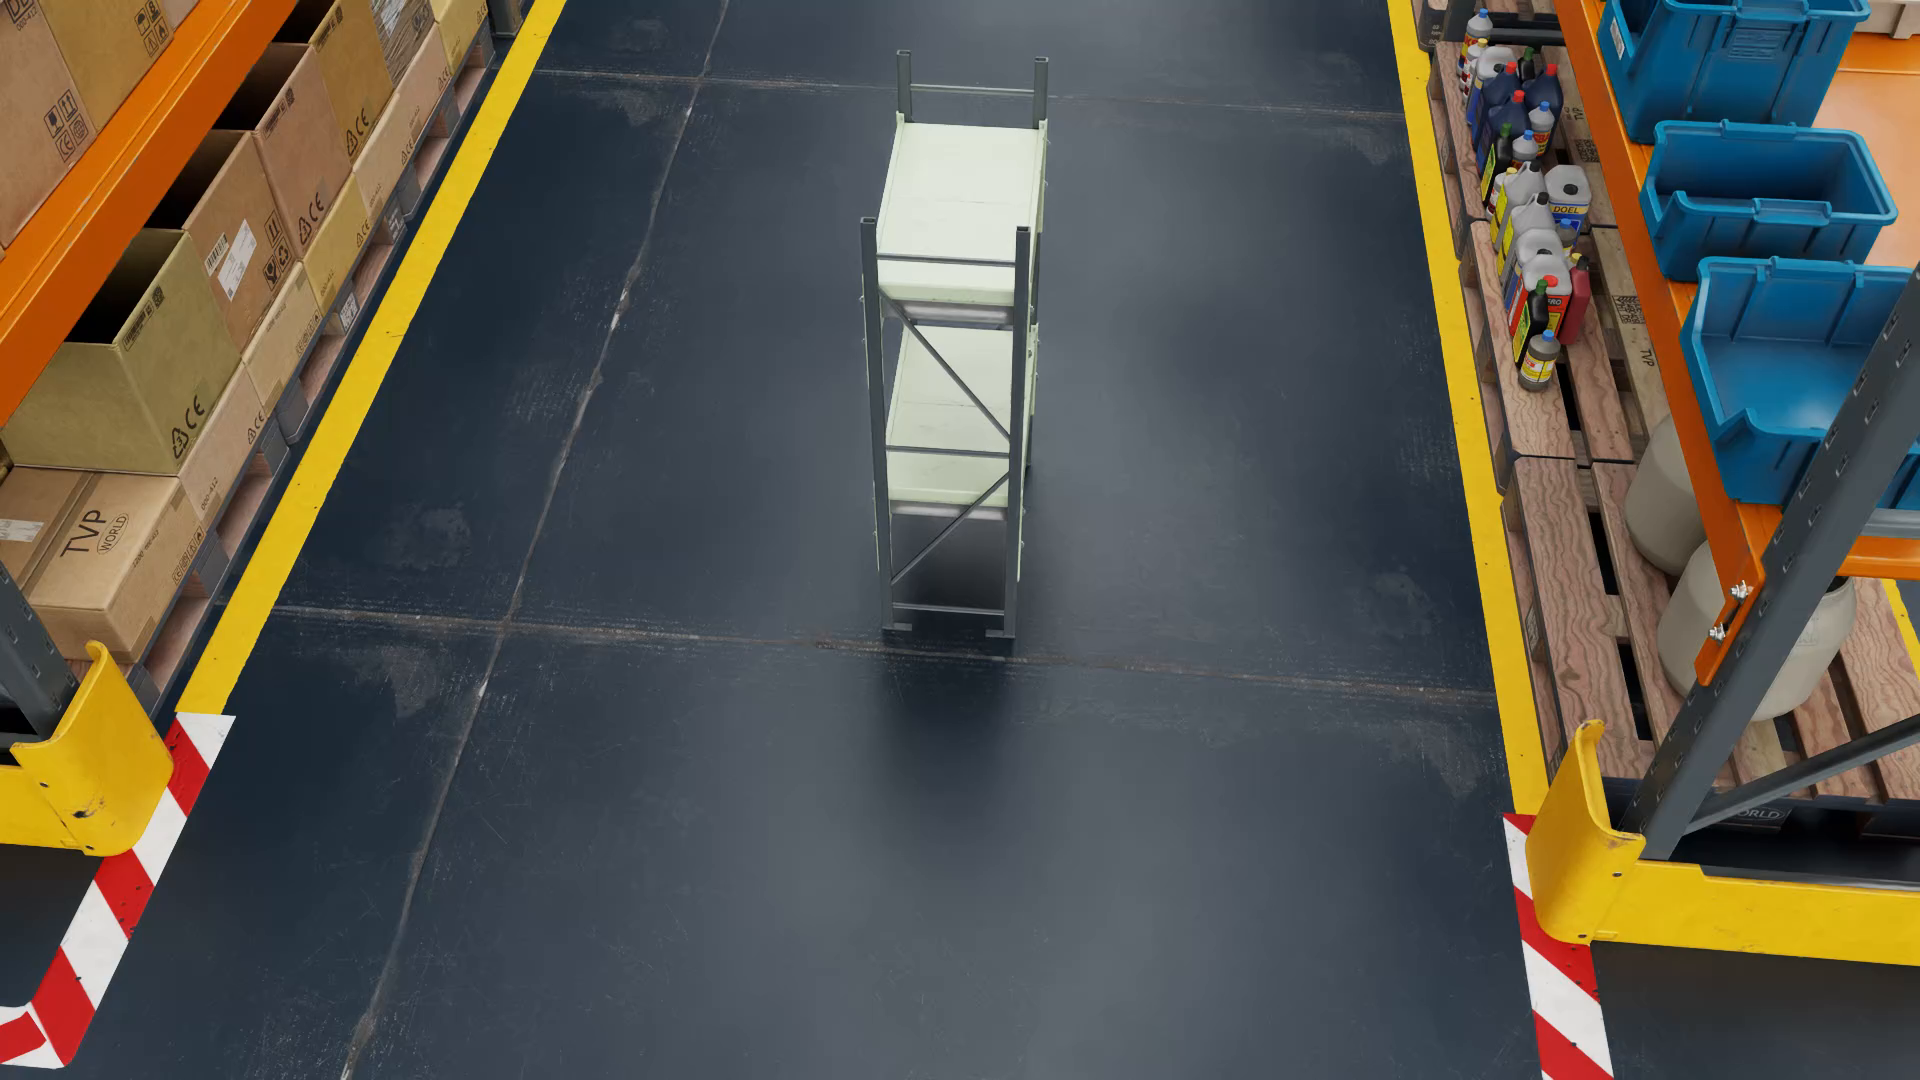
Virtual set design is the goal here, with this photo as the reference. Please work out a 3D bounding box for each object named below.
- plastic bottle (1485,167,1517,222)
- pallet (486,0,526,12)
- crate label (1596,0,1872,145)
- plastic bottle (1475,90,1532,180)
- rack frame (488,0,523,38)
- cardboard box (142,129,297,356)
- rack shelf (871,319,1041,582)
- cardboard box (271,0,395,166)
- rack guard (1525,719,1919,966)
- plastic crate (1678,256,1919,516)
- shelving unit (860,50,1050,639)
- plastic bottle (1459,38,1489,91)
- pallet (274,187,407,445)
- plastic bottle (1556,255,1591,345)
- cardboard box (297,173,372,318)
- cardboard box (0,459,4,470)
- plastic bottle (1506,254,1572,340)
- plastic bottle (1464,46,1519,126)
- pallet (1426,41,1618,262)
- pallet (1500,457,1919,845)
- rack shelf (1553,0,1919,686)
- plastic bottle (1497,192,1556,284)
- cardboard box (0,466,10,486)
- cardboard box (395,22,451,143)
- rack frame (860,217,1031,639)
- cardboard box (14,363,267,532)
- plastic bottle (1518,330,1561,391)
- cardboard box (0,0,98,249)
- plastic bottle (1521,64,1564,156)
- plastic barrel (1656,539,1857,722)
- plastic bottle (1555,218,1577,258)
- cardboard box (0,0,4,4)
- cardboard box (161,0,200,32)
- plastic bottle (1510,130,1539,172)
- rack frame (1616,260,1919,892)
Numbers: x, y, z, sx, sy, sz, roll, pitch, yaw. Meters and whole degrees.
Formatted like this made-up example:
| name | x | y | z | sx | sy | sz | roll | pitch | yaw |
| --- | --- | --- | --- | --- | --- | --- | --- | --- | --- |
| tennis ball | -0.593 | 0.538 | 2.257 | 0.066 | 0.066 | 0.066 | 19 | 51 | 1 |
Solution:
| name | x | y | z | sx | sy | sz | roll | pitch | yaw |
| --- | --- | --- | --- | --- | --- | --- | --- | --- | --- |
| plastic bottle | 1.950 | -1.238 | 5.948 | 0.097 | 0.201 | 0.097 | 0 | 48 | 0 |
| pallet | -2.401 | -2.883 | 7.744 | 1.003 | 0.211 | 1.213 | 4 | 48 | 4 |
| crate label | 2.037 | -1.388 | 4.462 | 0.502 | 0.435 | 0.616 | 4 | 48 | 4 |
| plastic bottle | 1.999 | -1.495 | 6.081 | 0.144 | 0.351 | 0.185 | 2 | 48 | 2 |
| rack frame | -2.429 | -3.280 | 6.217 | 1.000 | 3.000 | 0.127 | 4 | 48 | 4 |
| cardboard box | -2.447 | -0.923 | 5.132 | 0.500 | 0.500 | 0.500 | 4 | 48 | 4 |
| rack shelf | -0.001 | -0.281 | 4.933 | 0.431 | 0.370 | 0.720 | 4 | 48 | 4 |
| cardboard box | -2.353 | -1.657 | 5.804 | 0.500 | 0.500 | 0.500 | 4 | 48 | 4 |
| rack guard | 2.099 | 0.780 | 4.198 | 1.175 | 0.500 | 0.348 | 4 | 48 | 4 |
| plastic crate | 1.886 | -0.343 | 3.631 | 0.499 | 0.251 | 0.616 | 4 | 48 | 4 |
| shelving unit | -0.001 | -0.501 | 4.692 | 0.431 | 1.500 | 0.755 | 4 | 48 | 4 |
| plastic bottle | 2.028 | -1.869 | 6.525 | 0.097 | 0.201 | 0.097 | 0 | 48 | 0 |
| pallet | -2.652 | -0.859 | 5.892 | 1.003 | 0.211 | 1.213 | 4 | 48 | 4 |
| plastic bottle | 2.026 | -0.792 | 5.485 | 0.061 | 0.283 | 0.133 | 4 | 48 | 4 |
| cardboard box | -2.385 | -1.036 | 5.743 | 0.500 | 0.250 | 0.500 | 4 | 48 | 4 |
| cardboard box | -3.041 | -0.222 | 4.491 | 0.500 | 0.500 | 0.500 | 4 | 48 | 4 |
| plastic bottle | 1.920 | -0.797 | 5.494 | 0.152 | 0.276 | 0.135 | 4 | 48 | 4 |
| plastic bottle | 2.036 | -1.729 | 6.347 | 0.152 | 0.276 | 0.135 | 5 | 48 | 5 |
| pallet | 2.401 | -1.513 | 6.490 | 1.003 | 0.211 | 1.213 | 4 | 48 | 4 |
| pallet | 2.178 | 0.280 | 4.850 | 1.003 | 0.211 | 1.213 | 4 | 48 | 4 |
| rack shelf | 2.321 | -1.232 | 4.831 | 1.077 | 0.370 | 4.000 | 4 | 48 | 4 |
| plastic bottle | 1.944 | -1.046 | 5.671 | 0.144 | 0.351 | 0.185 | 6 | 48 | 5 |
| cardboard box | -3.039 | 0.031 | 4.767 | 0.500 | 0.250 | 0.500 | 4 | 48 | 4 |
| cardboard box | -2.309 | -1.772 | 6.416 | 0.500 | 0.250 | 0.500 | 4 | 48 | 4 |
| rack frame | -0.034 | -0.232 | 4.446 | 0.400 | 1.500 | 0.023 | 4 | 48 | 4 |
| cardboard box | -2.481 | -0.301 | 5.072 | 0.500 | 0.250 | 0.500 | 4 | 48 | 4 |
| plastic bottle | 1.870 | -0.588 | 5.353 | 0.097 | 0.201 | 0.097 | 0 | 48 | 0 |
| cardboard box | -2.695 | -1.103 | 4.158 | 0.700 | 0.500 | 0.500 | 5 | 48 | 5 |
| plastic bottle | 2.160 | -1.624 | 6.199 | 0.144 | 0.351 | 0.185 | 4 | 48 | 4 |
| plastic barrel | 2.123 | 0.204 | 4.432 | 0.421 | 0.512 | 0.421 | 0 | 48 | 0 |
| plastic bottle | 2.068 | -1.019 | 5.748 | 0.097 | 0.201 | 0.097 | 0 | 48 | 0 |
| cardboard box | -2.473 | -1.430 | 4.018 | 0.380 | 0.149 | 0.250 | 3 | 48 | 3 |
| cardboard box | -2.600 | -1.855 | 4.846 | 0.700 | 0.500 | 0.500 | 5 | 48 | 5 |
| plastic bottle | 2.023 | -1.357 | 6.010 | 0.097 | 0.271 | 0.097 | 0 | 48 | 0 |
| rack frame | 2.139 | -0.005 | 3.222 | 1.000 | 3.000 | 0.127 | 4 | 48 | 4 |
